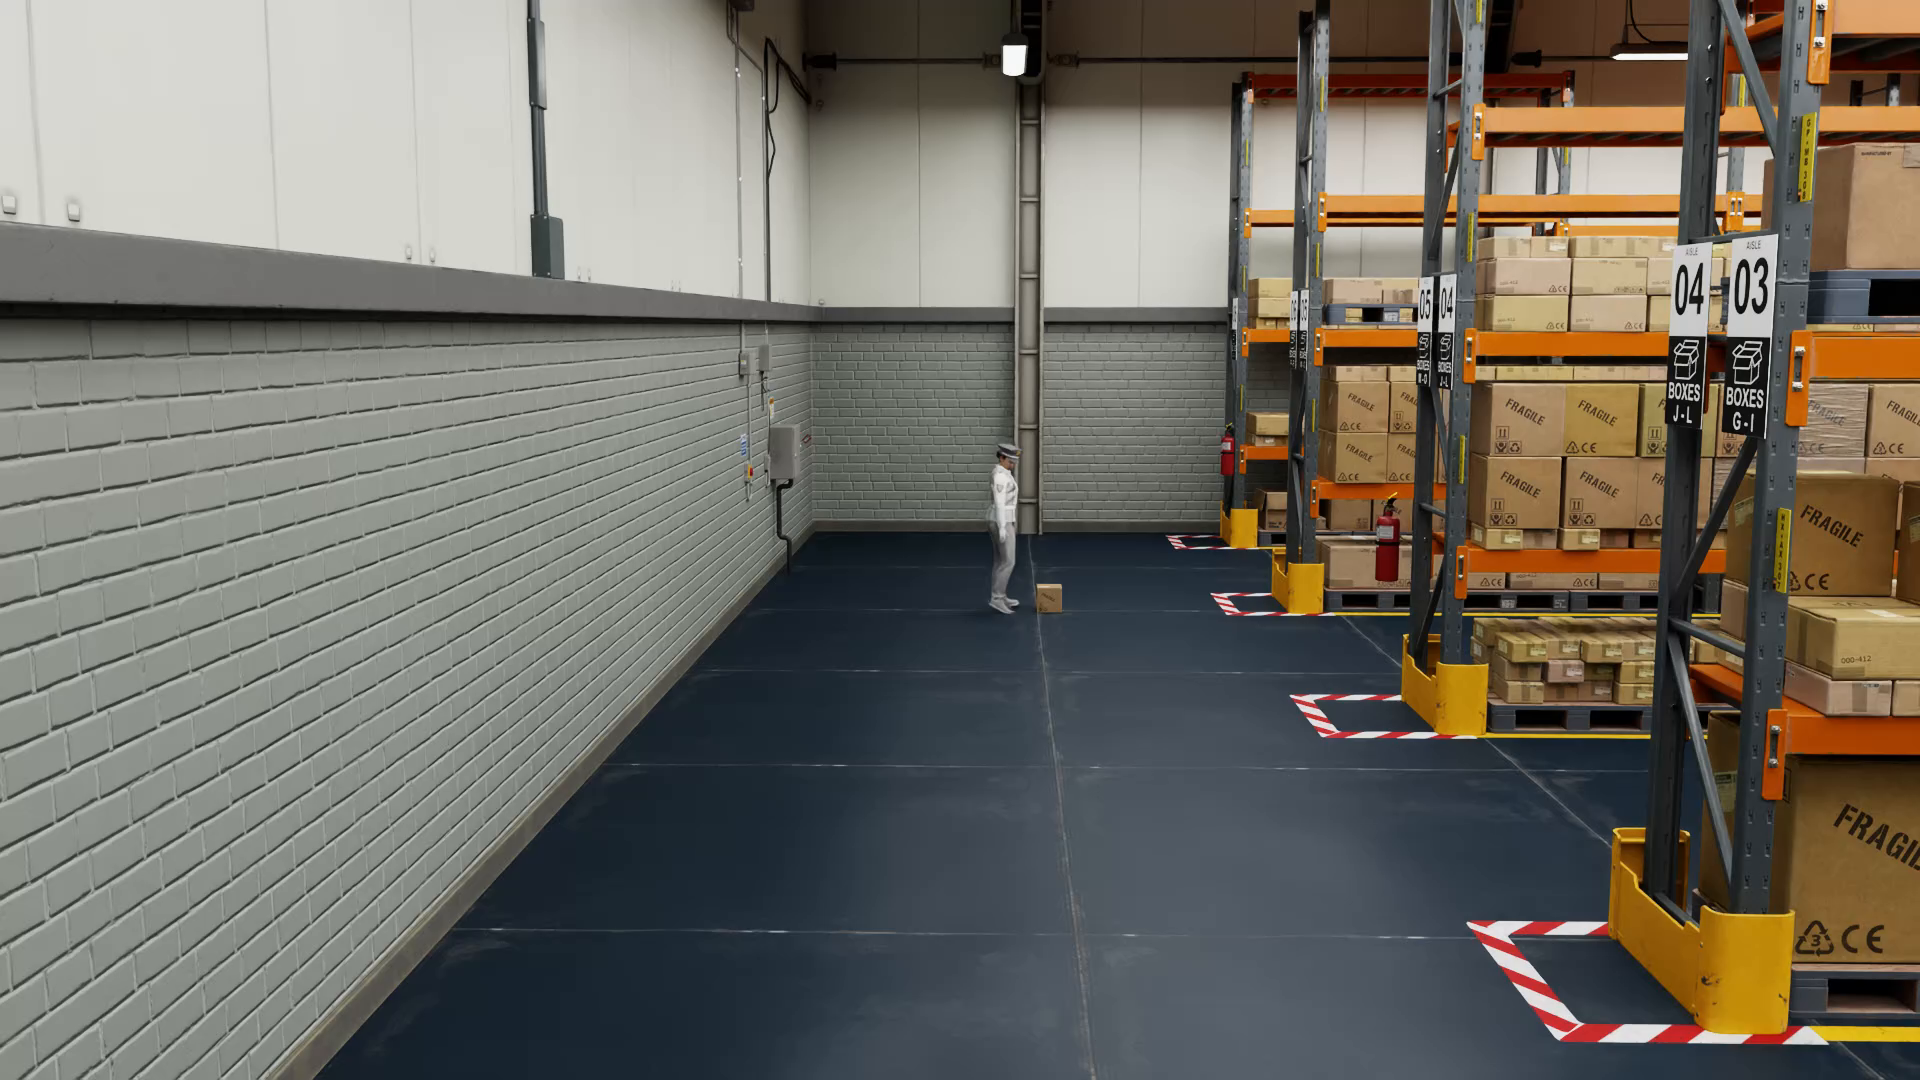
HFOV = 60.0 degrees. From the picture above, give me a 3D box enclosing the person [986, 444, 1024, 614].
[{"bbox_3d":[0.445,-0.110,16.695,0.373,1.707,0.562,-1,7,-7],"label":"person"}]
